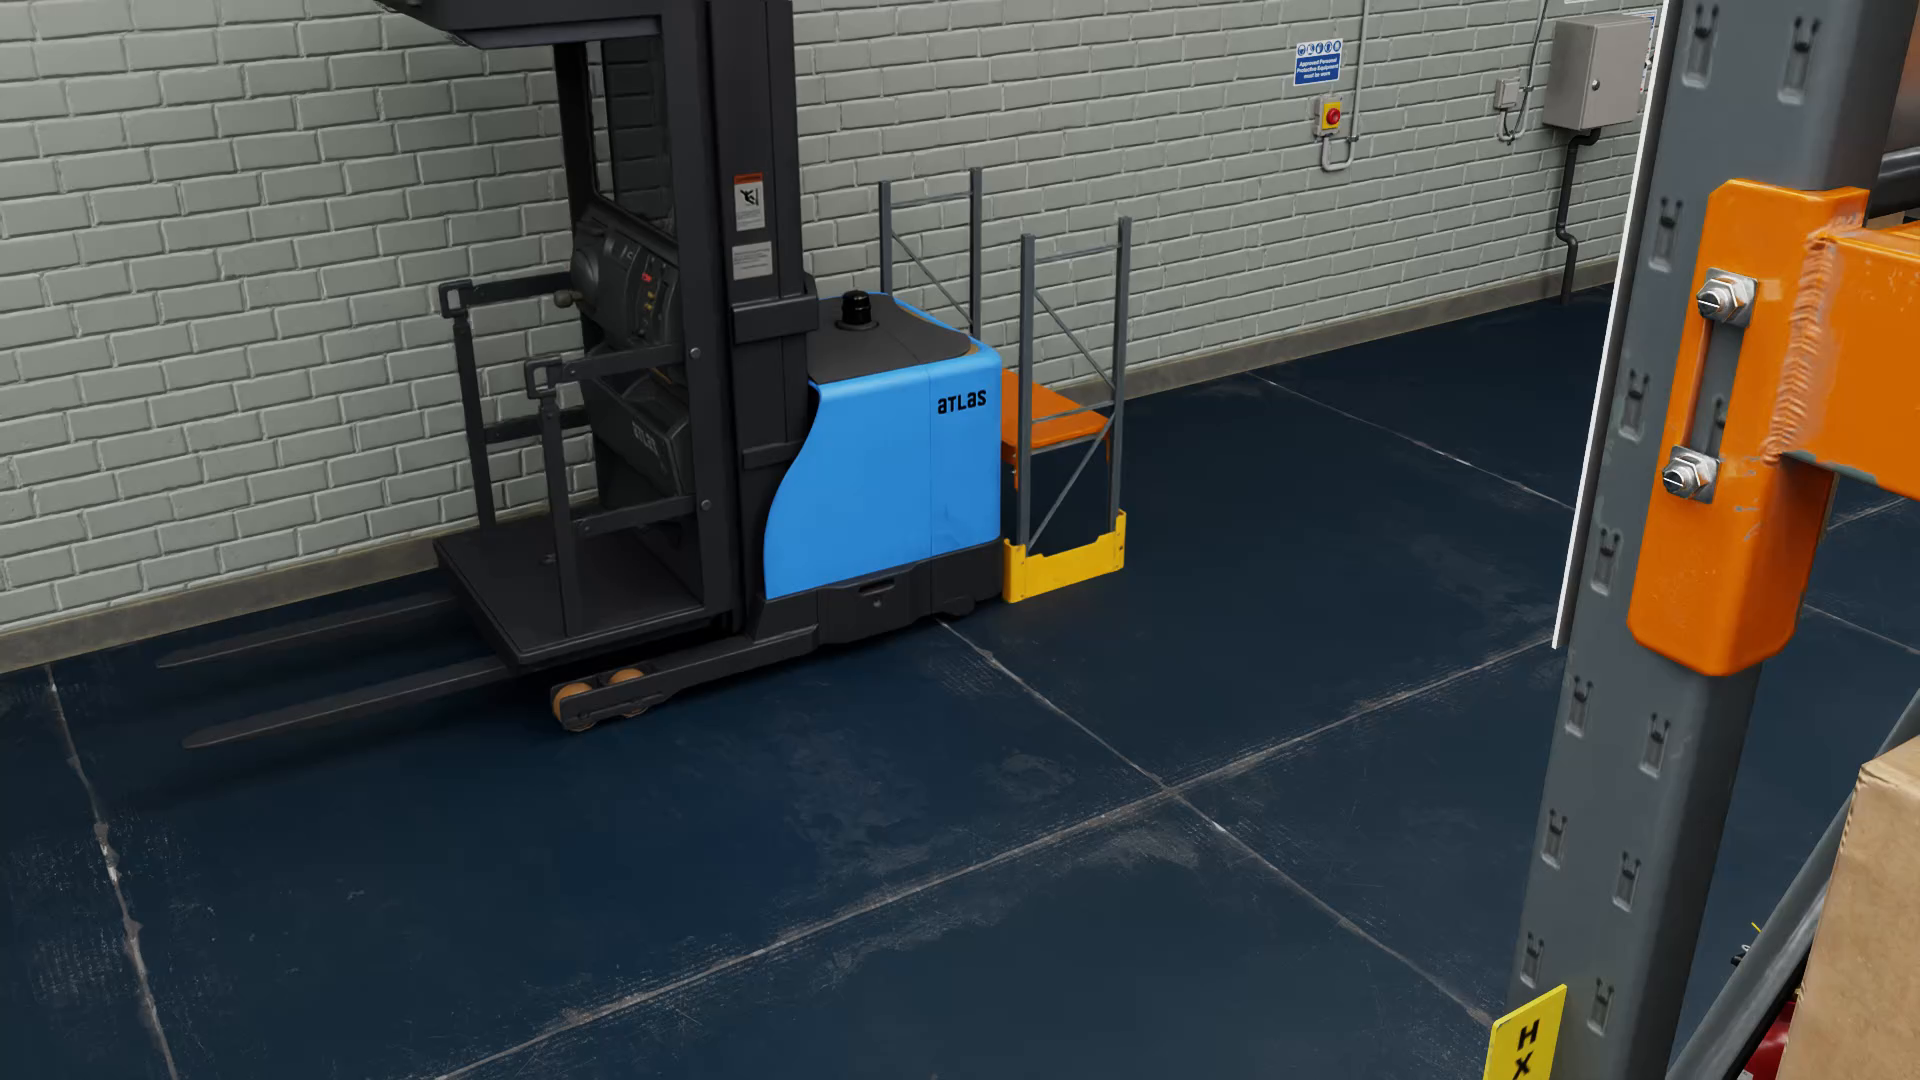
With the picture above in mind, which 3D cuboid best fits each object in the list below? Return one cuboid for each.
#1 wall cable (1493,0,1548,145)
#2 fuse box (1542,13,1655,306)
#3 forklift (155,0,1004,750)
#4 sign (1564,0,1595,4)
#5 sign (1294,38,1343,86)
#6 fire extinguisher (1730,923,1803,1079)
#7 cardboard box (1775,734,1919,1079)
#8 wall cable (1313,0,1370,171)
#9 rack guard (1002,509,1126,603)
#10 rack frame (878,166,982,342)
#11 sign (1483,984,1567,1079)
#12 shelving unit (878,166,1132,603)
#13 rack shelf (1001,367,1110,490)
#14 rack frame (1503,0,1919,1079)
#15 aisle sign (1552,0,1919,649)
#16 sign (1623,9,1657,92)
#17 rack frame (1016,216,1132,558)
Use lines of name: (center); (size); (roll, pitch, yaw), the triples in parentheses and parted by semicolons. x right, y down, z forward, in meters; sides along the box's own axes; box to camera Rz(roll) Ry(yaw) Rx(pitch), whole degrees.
wall cable: (3.139, -3.173, 9.268); (0.588, 1.984, 0.122); (-16, 29, -30)
fuse box: (3.797, -2.234, 9.977); (0.539, 1.711, 0.414); (-16, 29, -30)
forklift: (-1.355, -0.912, 5.749); (3.031, 2.935, 1.130); (-14, 29, -28)
sign: (3.637, -3.251, 9.656); (0.339, 0.242, 0.001); (-16, 29, -30)
sign: (1.883, -2.512, 8.741); (0.327, 0.218, 0.001); (-16, 29, -30)
fire extinguisher: (1.212, 0.828, 2.510); (0.296, 0.674, 0.183); (-16, 29, -30)
cardboard box: (0.985, 0.413, 1.225); (0.500, 0.500, 0.500); (-16, 29, -30)
wall cable: (1.957, -2.853, 8.552); (0.585, 1.953, 0.123); (-16, 29, -30)
rack guard: (0.429, 0.059, 6.832); (0.587, 0.250, 0.087); (-16, 30, -30)
rack frame: (-0.123, -0.861, 7.316); (0.500, 1.500, 0.032); (-16, 30, -30)
sign: (0.508, 0.557, 1.542); (0.100, 0.325, 0.005); (-16, 29, -30)
shelving unit: (0.154, -0.683, 6.940); (0.587, 1.500, 1.083); (-16, 30, -30)
rack shelf: (0.159, -0.517, 7.010); (0.538, 0.185, 1.000); (-16, 30, -30)
rack frame: (0.960, 0.823, 1.993); (0.949, 2.616, 0.053); (-16, 29, -30)
aisle sign: (0.671, -0.310, 1.347); (0.394, 0.787, 0.004); (-16, 29, -30)
sign: (4.097, -2.963, 10.123); (0.329, 0.494, 0.001); (-16, 29, -30)
rack frame: (0.440, -0.499, 6.551); (0.500, 1.500, 0.032); (-16, 30, -30)
